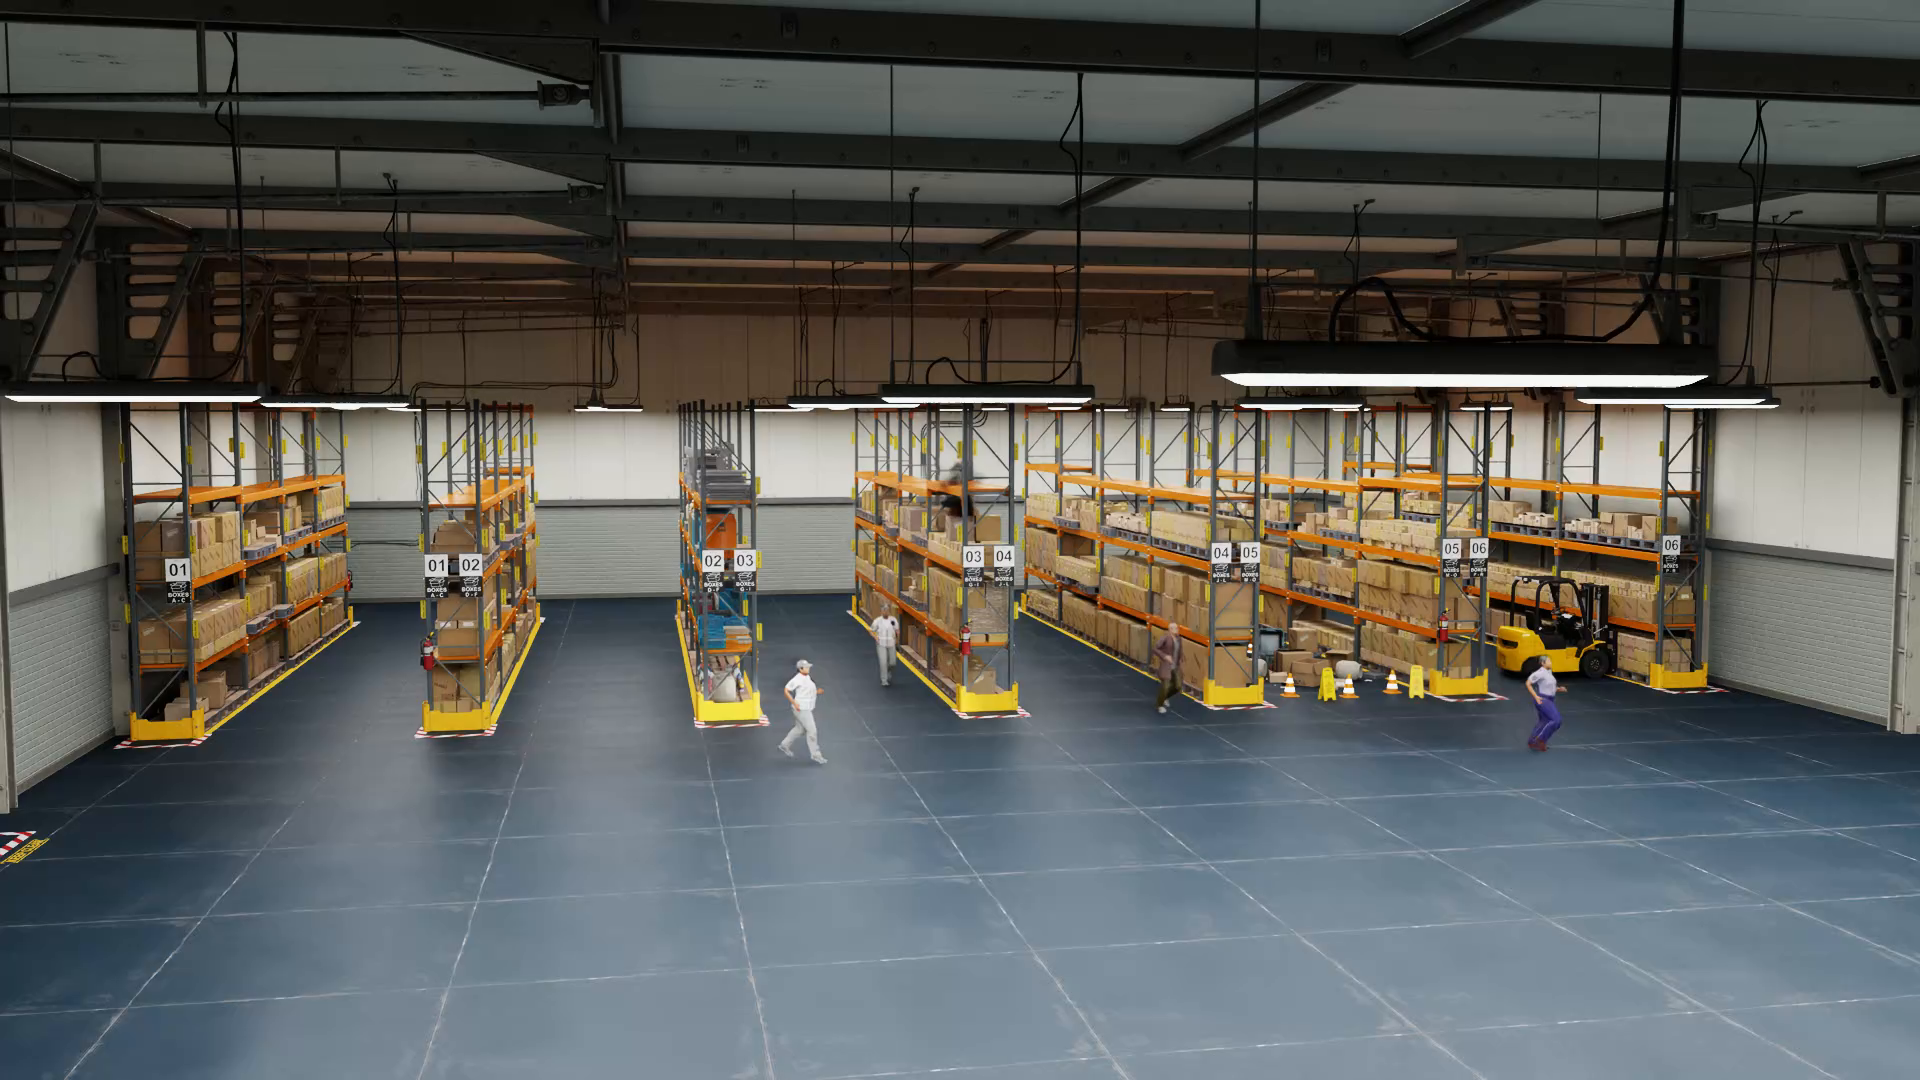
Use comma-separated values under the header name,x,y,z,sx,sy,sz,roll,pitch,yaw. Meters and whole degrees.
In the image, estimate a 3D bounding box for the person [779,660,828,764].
name,x,y,z,sx,sy,sz,roll,pitch,yaw
person,-2.579,2.812,27.378,0.877,1.689,0.594,1,4,11

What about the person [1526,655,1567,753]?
name,x,y,z,sx,sy,sz,roll,pitch,yaw
person,9.971,2.778,28.237,0.639,1.640,0.586,3,5,32

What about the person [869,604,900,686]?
name,x,y,z,sx,sy,sz,roll,pitch,yaw
person,-1.581,2.198,35.203,0.661,1.730,0.629,-1,4,-13

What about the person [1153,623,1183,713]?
name,x,y,z,sx,sy,sz,roll,pitch,yaw
person,4.079,2.456,32.131,0.714,1.703,0.613,-2,5,-27
